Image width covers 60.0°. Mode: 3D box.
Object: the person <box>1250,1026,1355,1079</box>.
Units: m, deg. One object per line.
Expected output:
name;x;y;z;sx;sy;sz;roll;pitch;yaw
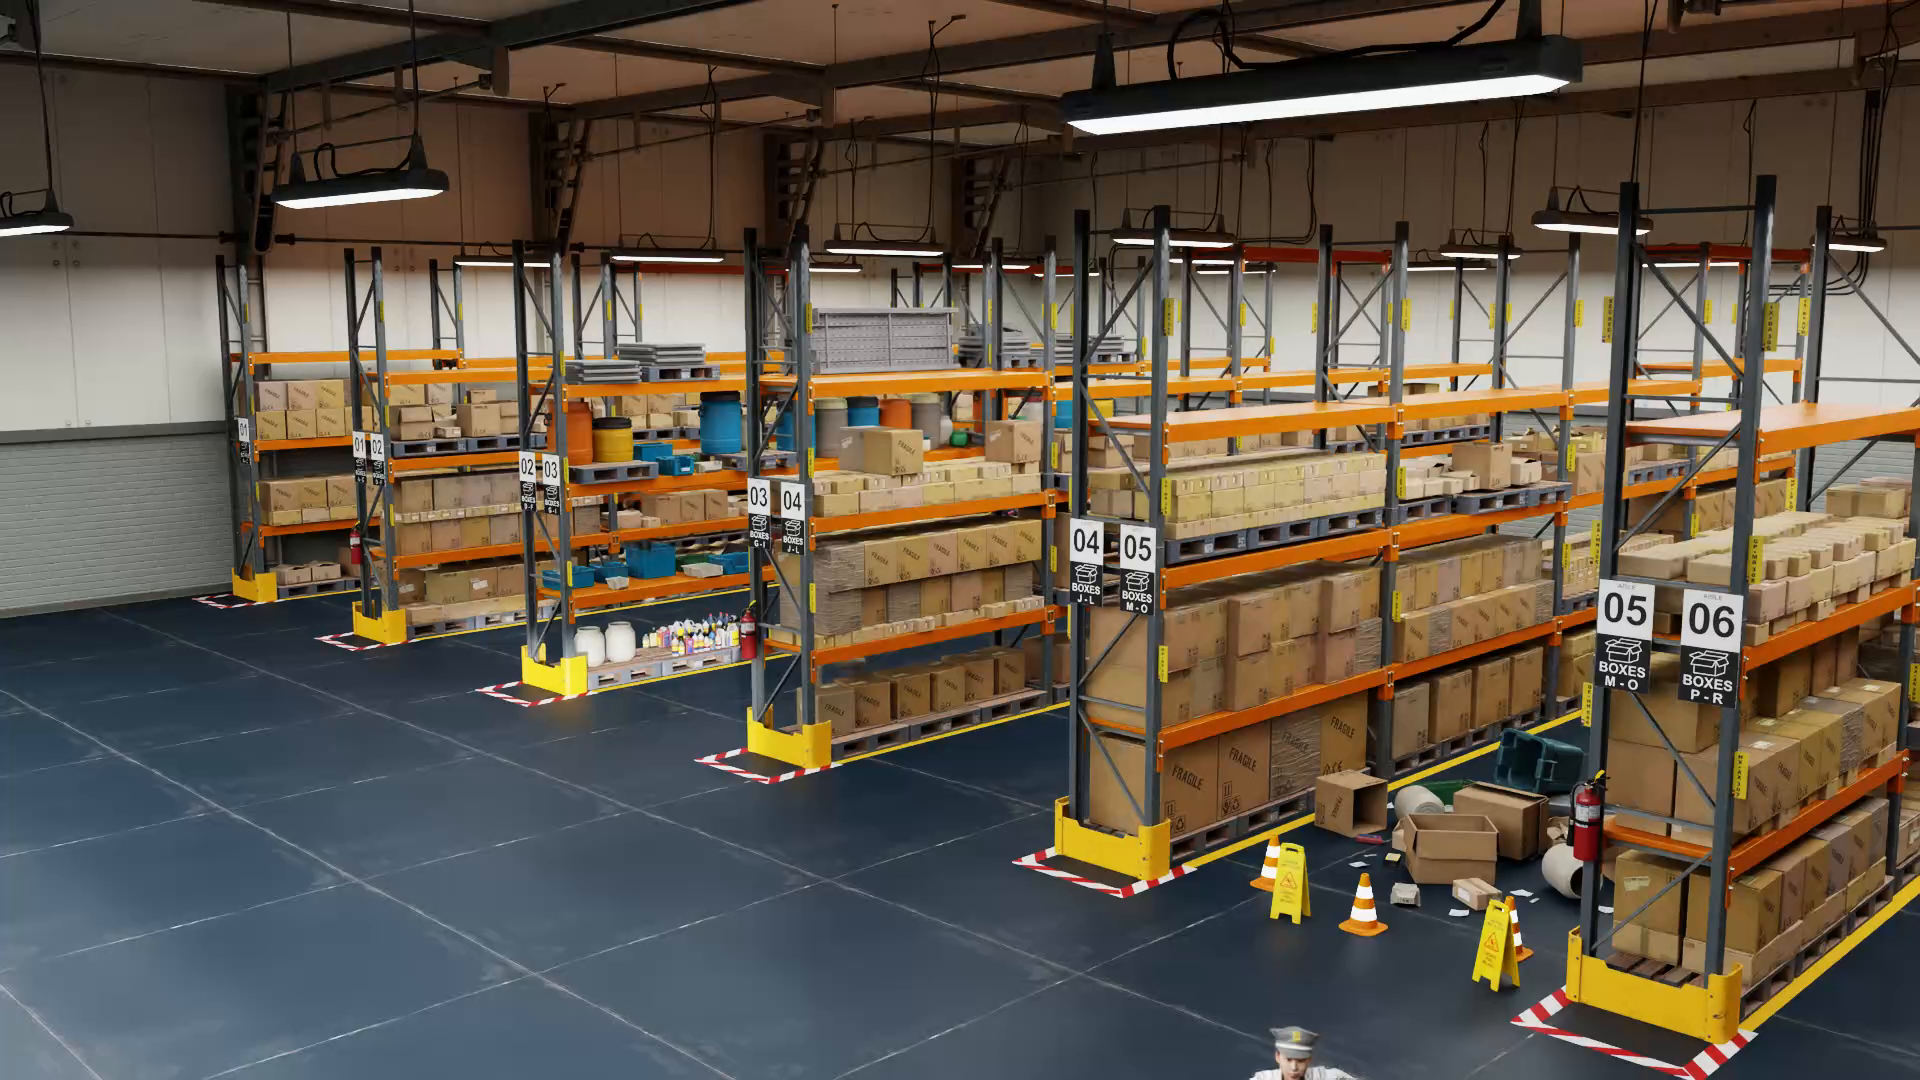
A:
person;1.681;3.177;8.291;0.639;1.699;0.804;2;8;13

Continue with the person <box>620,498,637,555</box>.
person;-6.140;0.012;30.966;0.546;1.573;0.813;7;11;41

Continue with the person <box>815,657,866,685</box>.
person;-1.669;1.279;21.974;0.584;1.665;1.014;6;10;38
